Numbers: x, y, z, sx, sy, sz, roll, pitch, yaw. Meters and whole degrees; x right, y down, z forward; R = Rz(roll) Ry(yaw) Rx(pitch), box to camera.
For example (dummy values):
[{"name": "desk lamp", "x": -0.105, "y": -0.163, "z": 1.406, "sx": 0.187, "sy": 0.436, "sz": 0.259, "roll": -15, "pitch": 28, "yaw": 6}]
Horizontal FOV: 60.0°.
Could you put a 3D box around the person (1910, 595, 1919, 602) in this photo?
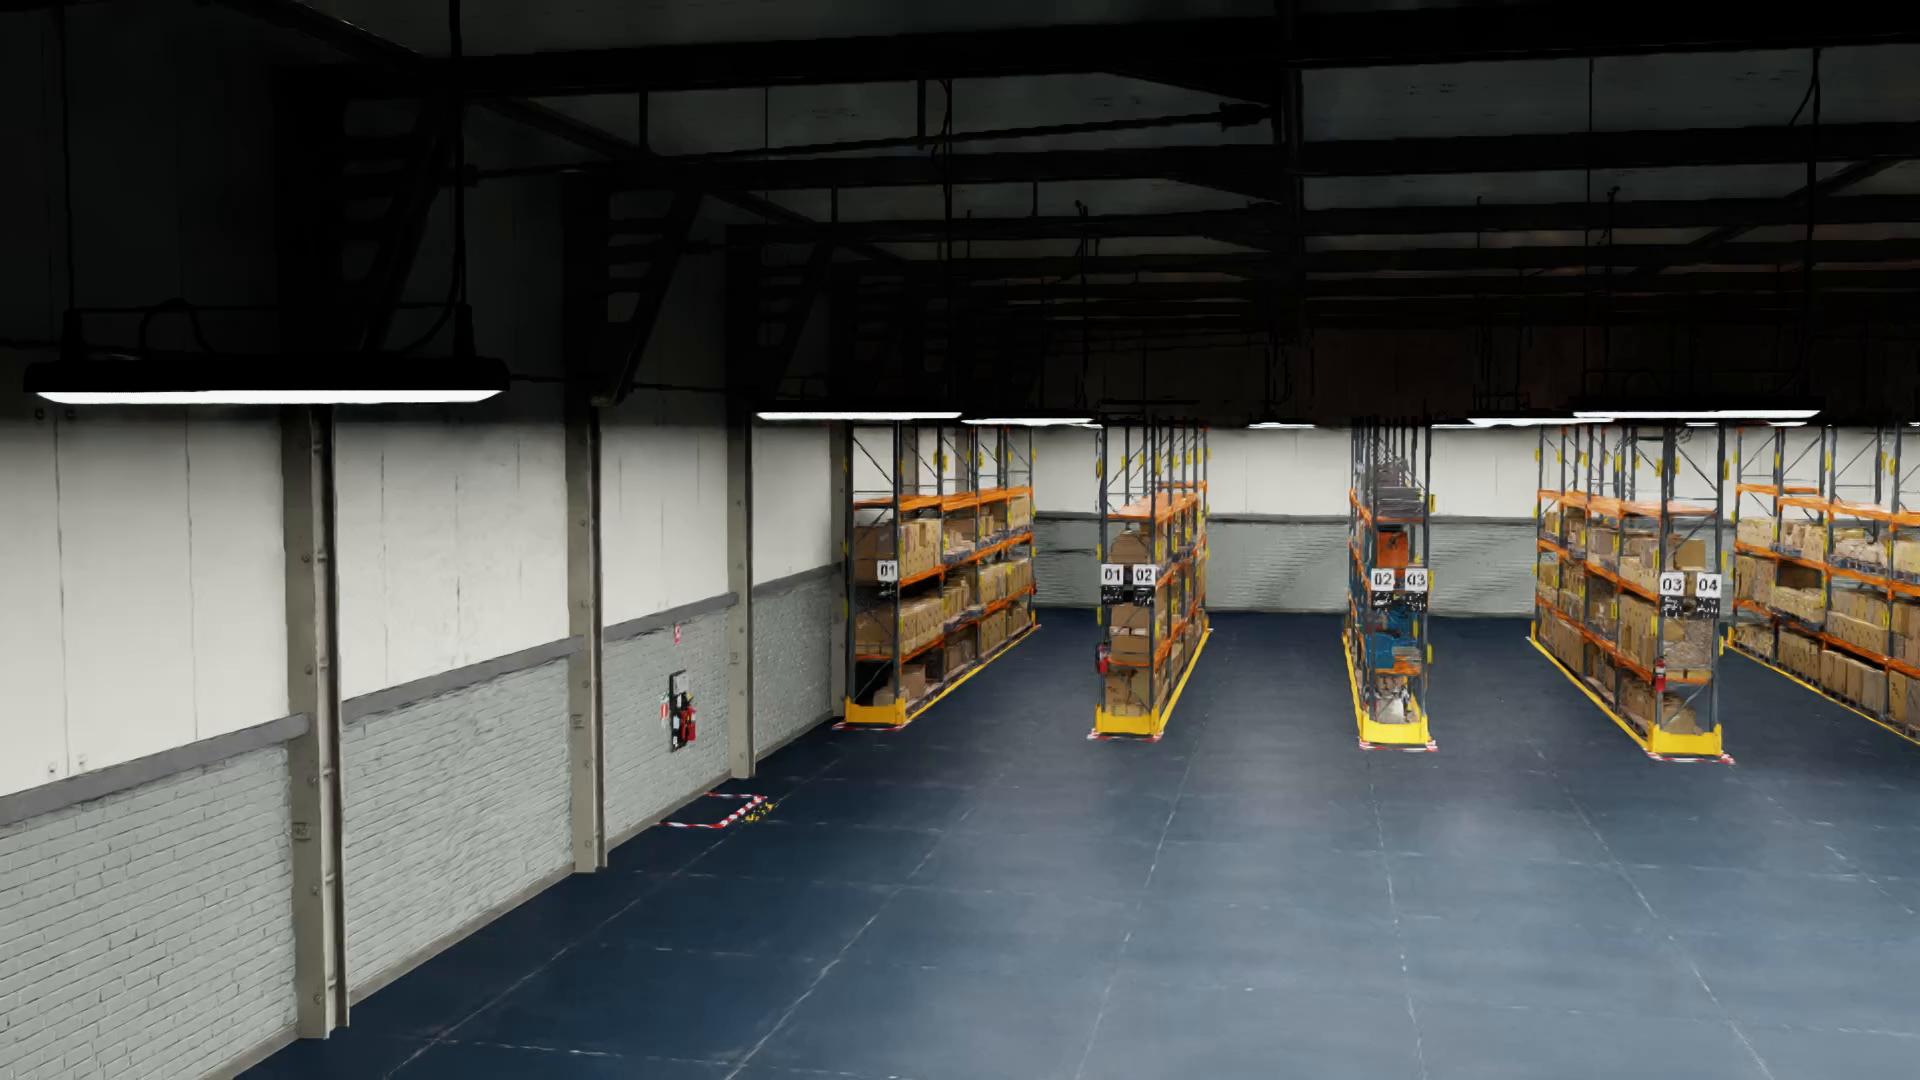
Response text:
[{"name": "person", "x": 23.704, "y": 2.149, "z": 41.266, "sx": 0.561, "sy": 1.634, "sz": 0.663, "roll": 1, "pitch": 4, "yaw": 18}]
